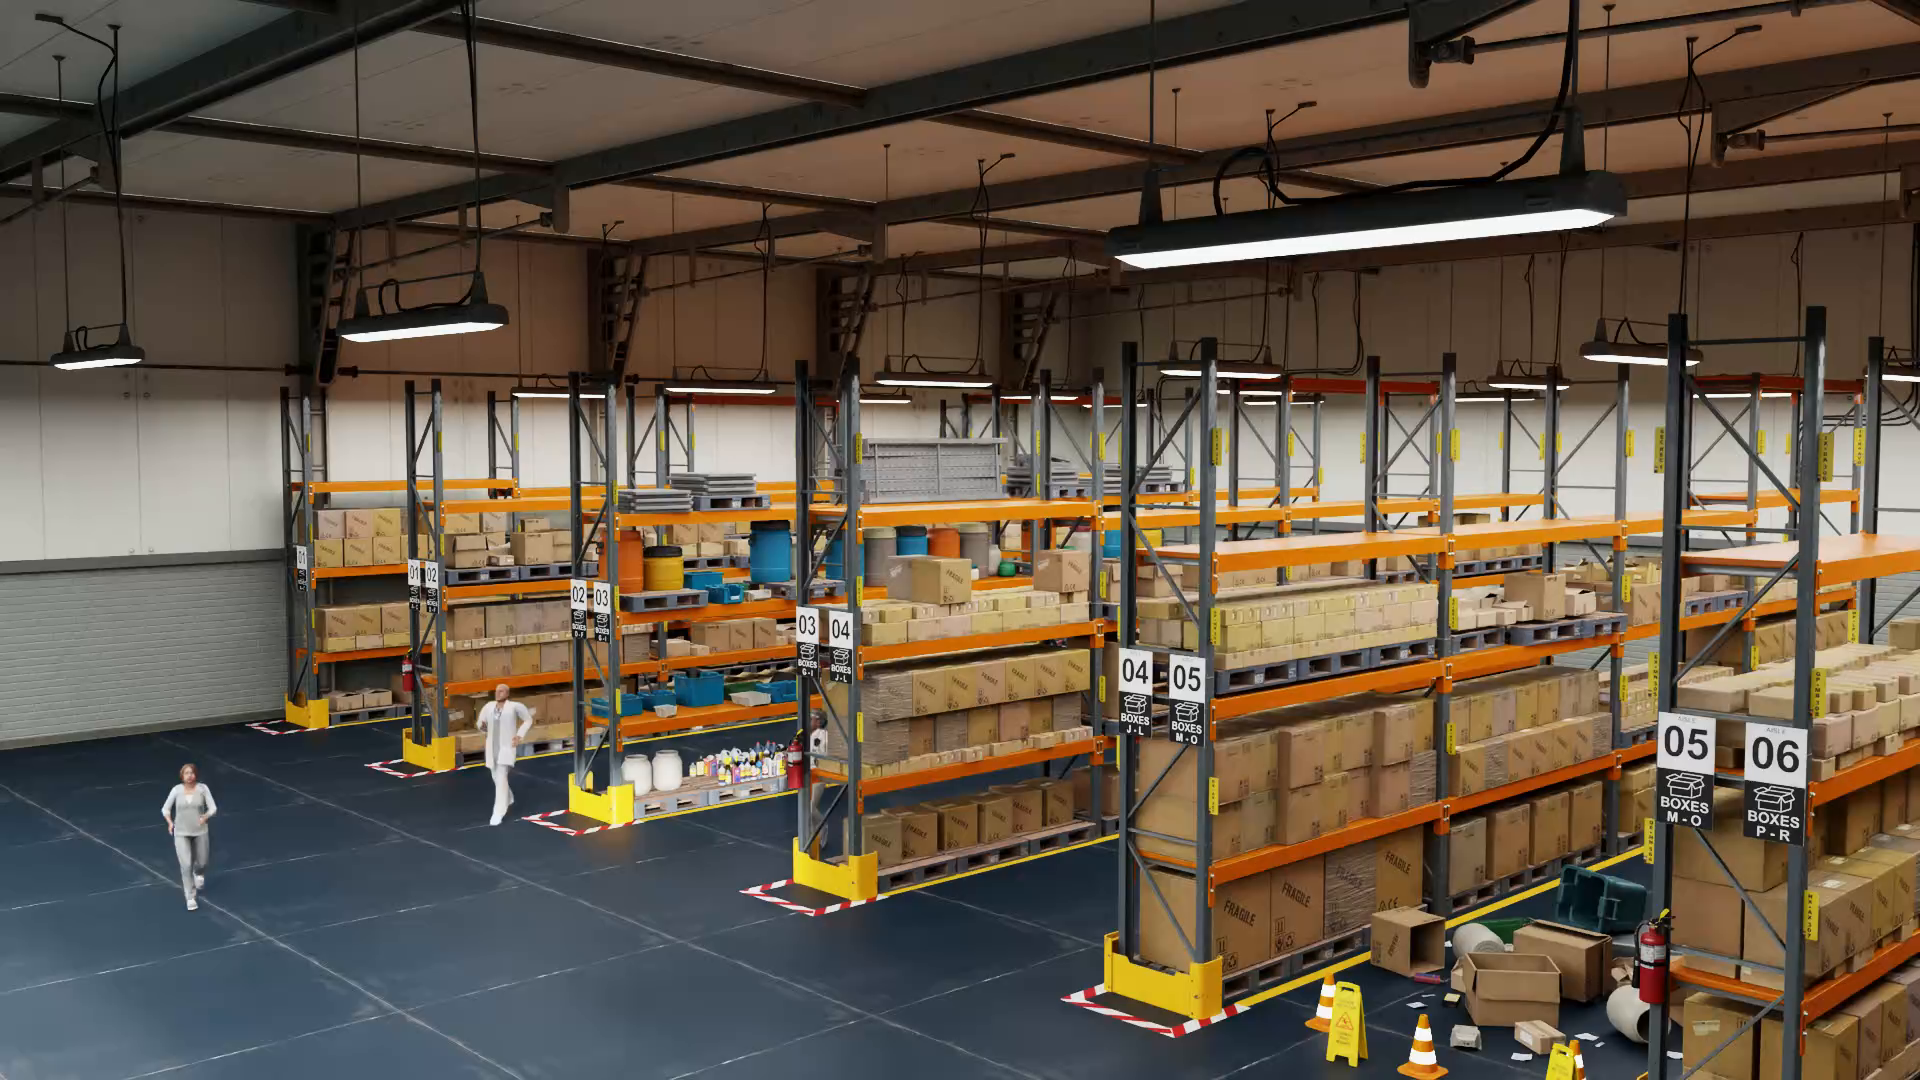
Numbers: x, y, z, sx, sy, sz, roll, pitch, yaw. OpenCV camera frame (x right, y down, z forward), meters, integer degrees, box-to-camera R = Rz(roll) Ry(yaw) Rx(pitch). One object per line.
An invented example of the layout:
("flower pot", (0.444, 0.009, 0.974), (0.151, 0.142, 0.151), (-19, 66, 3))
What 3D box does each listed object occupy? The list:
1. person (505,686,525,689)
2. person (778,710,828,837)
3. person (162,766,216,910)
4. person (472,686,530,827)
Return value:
("person", (-7.735, 2.478, 29.002), (0.696, 1.685, 0.595), (3, 5, 39))
("person", (-1.939, 2.975, 20.570), (0.640, 1.844, 0.738), (3, 5, 37))
("person", (-8.365, 3.233, 18.066), (0.532, 1.551, 0.559), (-2, 4, -27))
("person", (-6.172, 2.840, 22.170), (0.724, 1.798, 0.956), (1, 4, 12))
